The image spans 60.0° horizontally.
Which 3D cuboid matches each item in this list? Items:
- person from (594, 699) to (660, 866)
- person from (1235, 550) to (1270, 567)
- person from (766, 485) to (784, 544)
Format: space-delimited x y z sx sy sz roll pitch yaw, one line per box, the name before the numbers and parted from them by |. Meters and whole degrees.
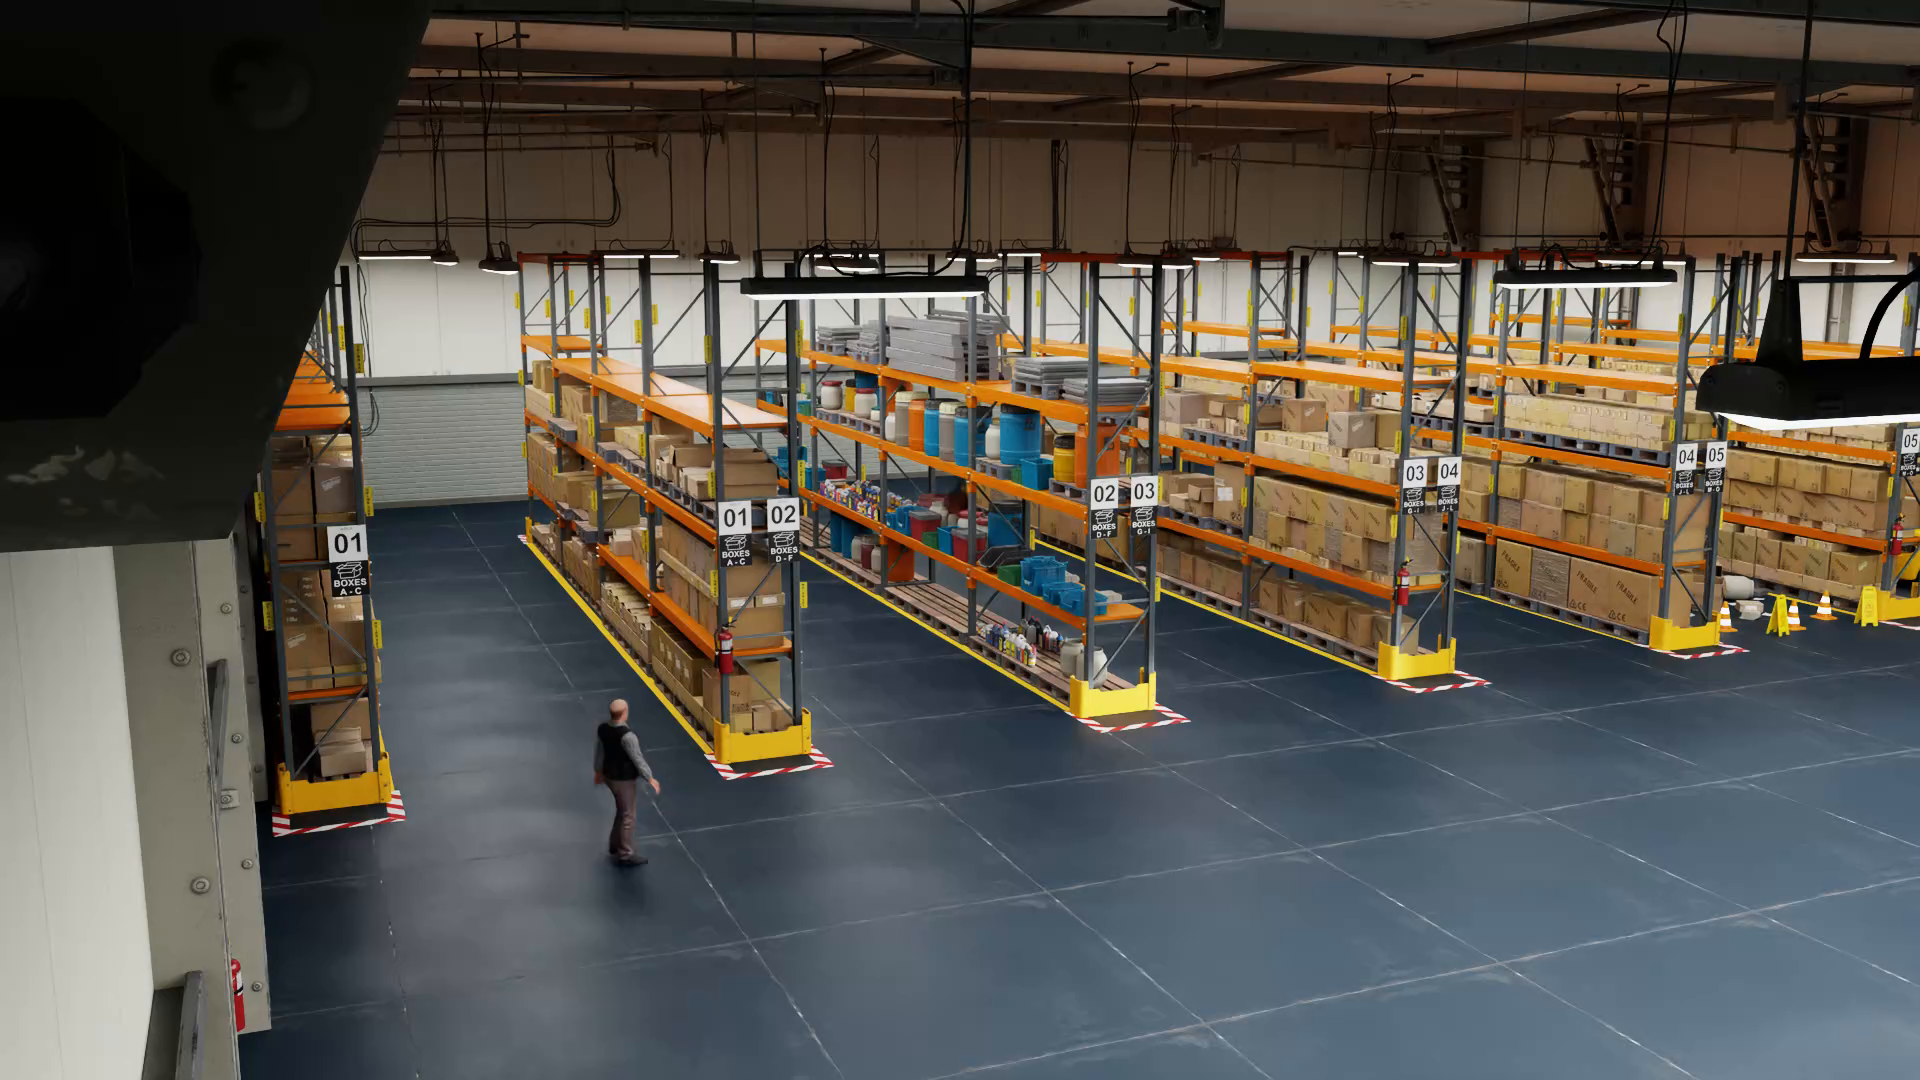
person | -3.386 2.459 16.915 0.560 1.751 0.593 -5 12 -26
person | 5.749 -0.383 32.261 0.562 1.731 0.841 -5 11 -25
person | -3.550 -0.240 31.610 0.623 1.727 1.038 -4 11 -20
